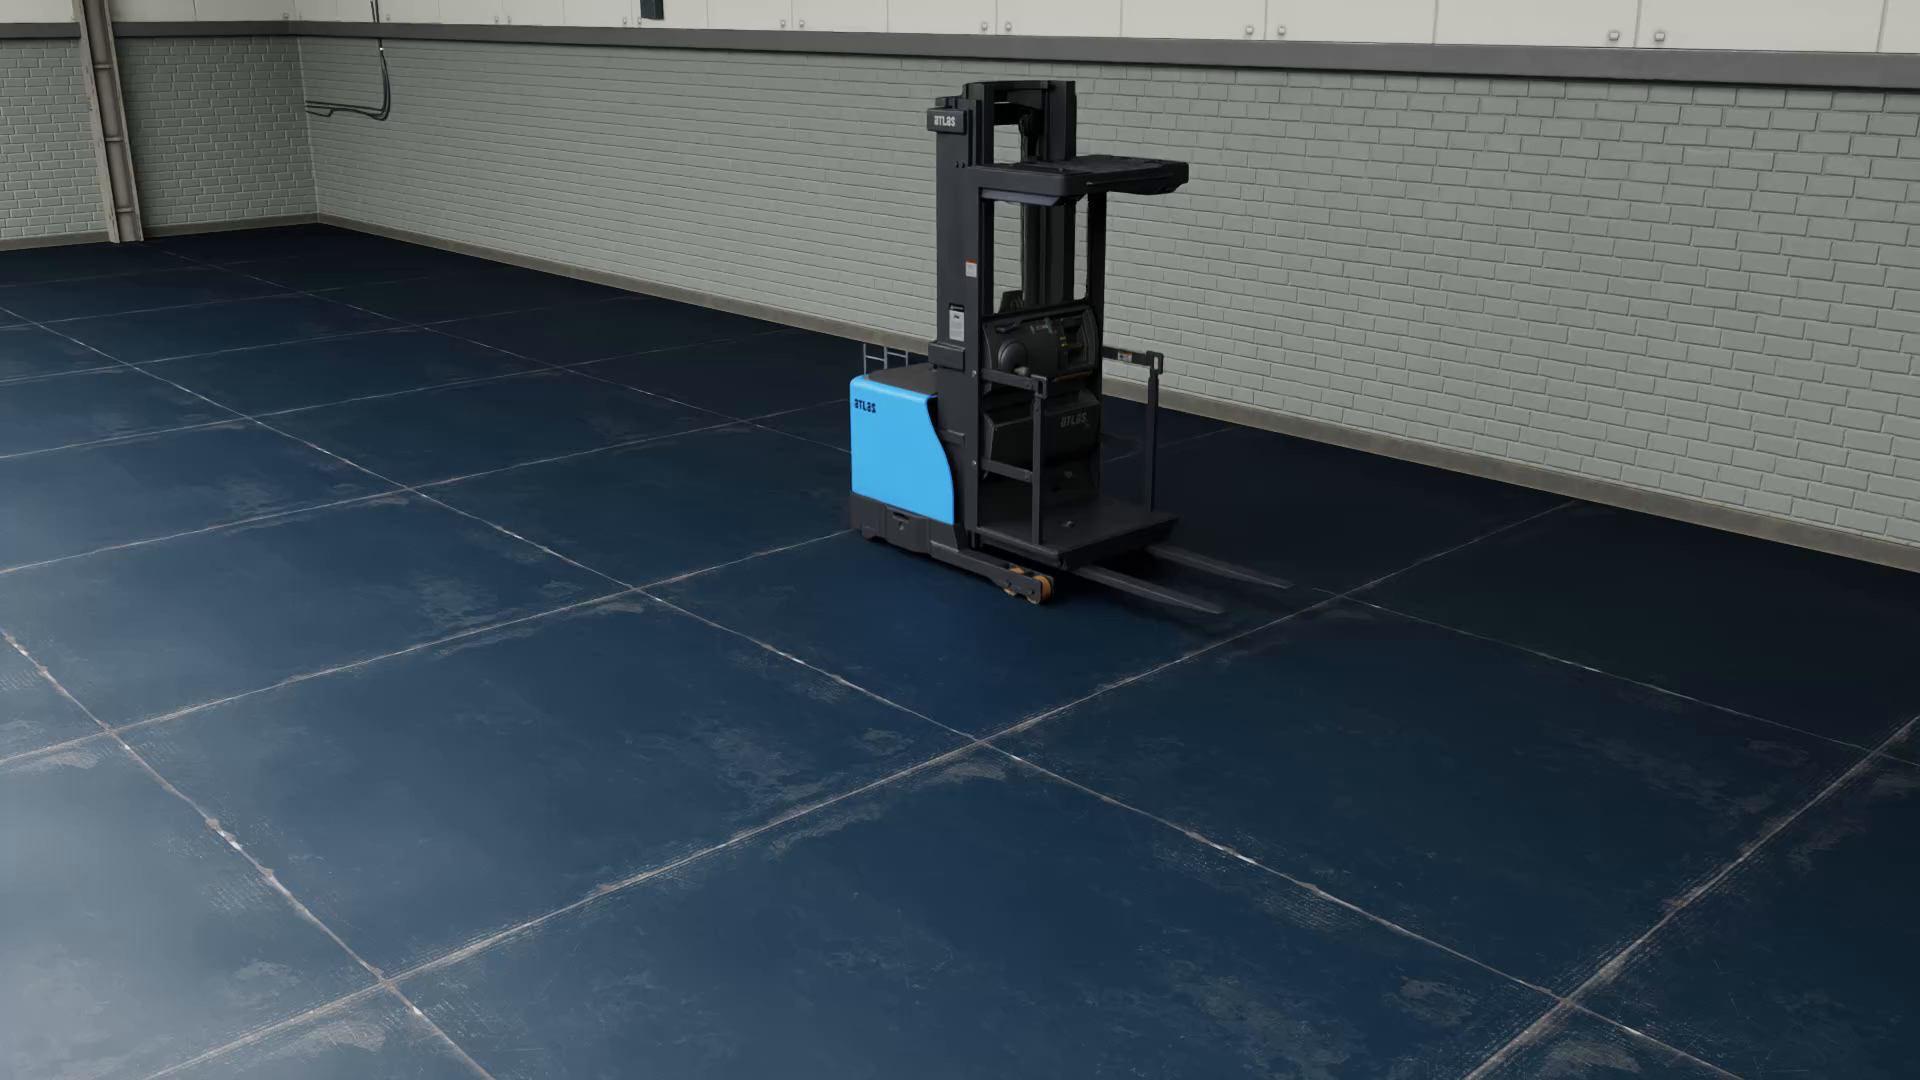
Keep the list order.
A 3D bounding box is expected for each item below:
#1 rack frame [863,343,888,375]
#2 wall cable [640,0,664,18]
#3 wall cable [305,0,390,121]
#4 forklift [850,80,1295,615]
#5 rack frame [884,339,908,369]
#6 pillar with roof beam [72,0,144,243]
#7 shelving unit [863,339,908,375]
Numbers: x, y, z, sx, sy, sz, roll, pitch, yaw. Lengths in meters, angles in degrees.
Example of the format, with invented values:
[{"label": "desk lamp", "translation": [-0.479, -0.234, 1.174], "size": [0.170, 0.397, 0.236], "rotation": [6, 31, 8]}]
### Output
[{"label": "rack frame", "translation": [-0.565, -0.725, 11.277], "size": [0.006, 1.200, 0.240], "rotation": [-17, 24, -41]}, {"label": "wall cable", "translation": [-2.812, -8.539, 17.216], "size": [0.169, 6.003, 2.305], "rotation": [-16, 24, -41]}, {"label": "wall cable", "translation": [-9.323, -7.575, 24.792], "size": [0.112, 2.526, 3.097], "rotation": [-16, 24, -41]}, {"label": "forklift", "translation": [0.637, -1.196, 9.920], "size": [1.130, 2.935, 3.031], "rotation": [-16, 24, -40]}, {"label": "rack frame", "translation": [-0.433, -0.765, 11.397], "size": [0.006, 1.200, 0.240], "rotation": [-17, 24, -41]}, {"label": "pillar with roof beam", "translation": [-9.414, -7.759, 20.326], "size": [0.400, 9.000, 9.100], "rotation": [-16, 24, -41]}, {"label": "shelving unit", "translation": [-0.499, -0.745, 11.337], "size": [0.189, 1.200, 0.258], "rotation": [-17, 24, -41]}]
